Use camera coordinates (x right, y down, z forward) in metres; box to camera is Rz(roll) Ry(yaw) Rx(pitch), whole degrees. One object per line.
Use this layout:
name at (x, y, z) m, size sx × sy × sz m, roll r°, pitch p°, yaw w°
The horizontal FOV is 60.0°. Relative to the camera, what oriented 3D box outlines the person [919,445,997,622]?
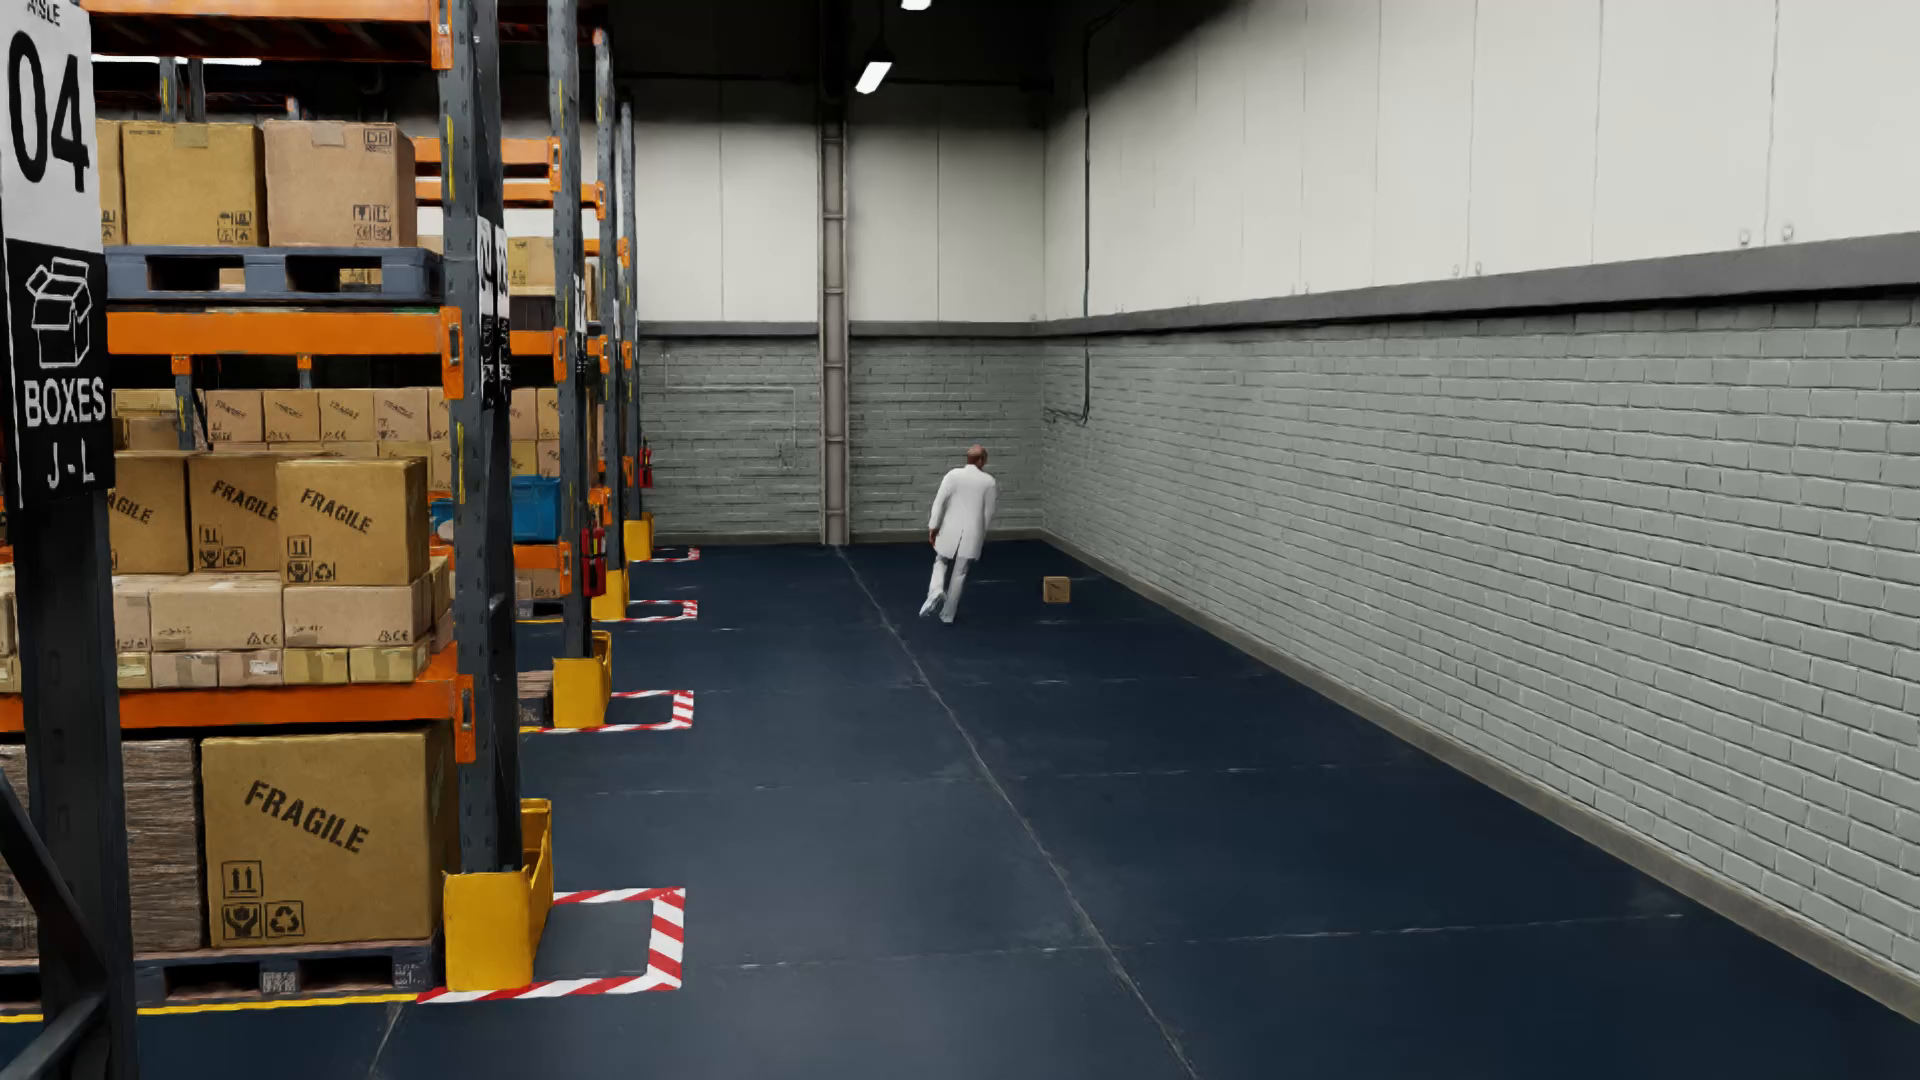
person at (-0.015, -0.061, 16.328) m, size 0.756 × 1.748 × 0.561 m, roll 0°, pitch 6°, yaw 2°
